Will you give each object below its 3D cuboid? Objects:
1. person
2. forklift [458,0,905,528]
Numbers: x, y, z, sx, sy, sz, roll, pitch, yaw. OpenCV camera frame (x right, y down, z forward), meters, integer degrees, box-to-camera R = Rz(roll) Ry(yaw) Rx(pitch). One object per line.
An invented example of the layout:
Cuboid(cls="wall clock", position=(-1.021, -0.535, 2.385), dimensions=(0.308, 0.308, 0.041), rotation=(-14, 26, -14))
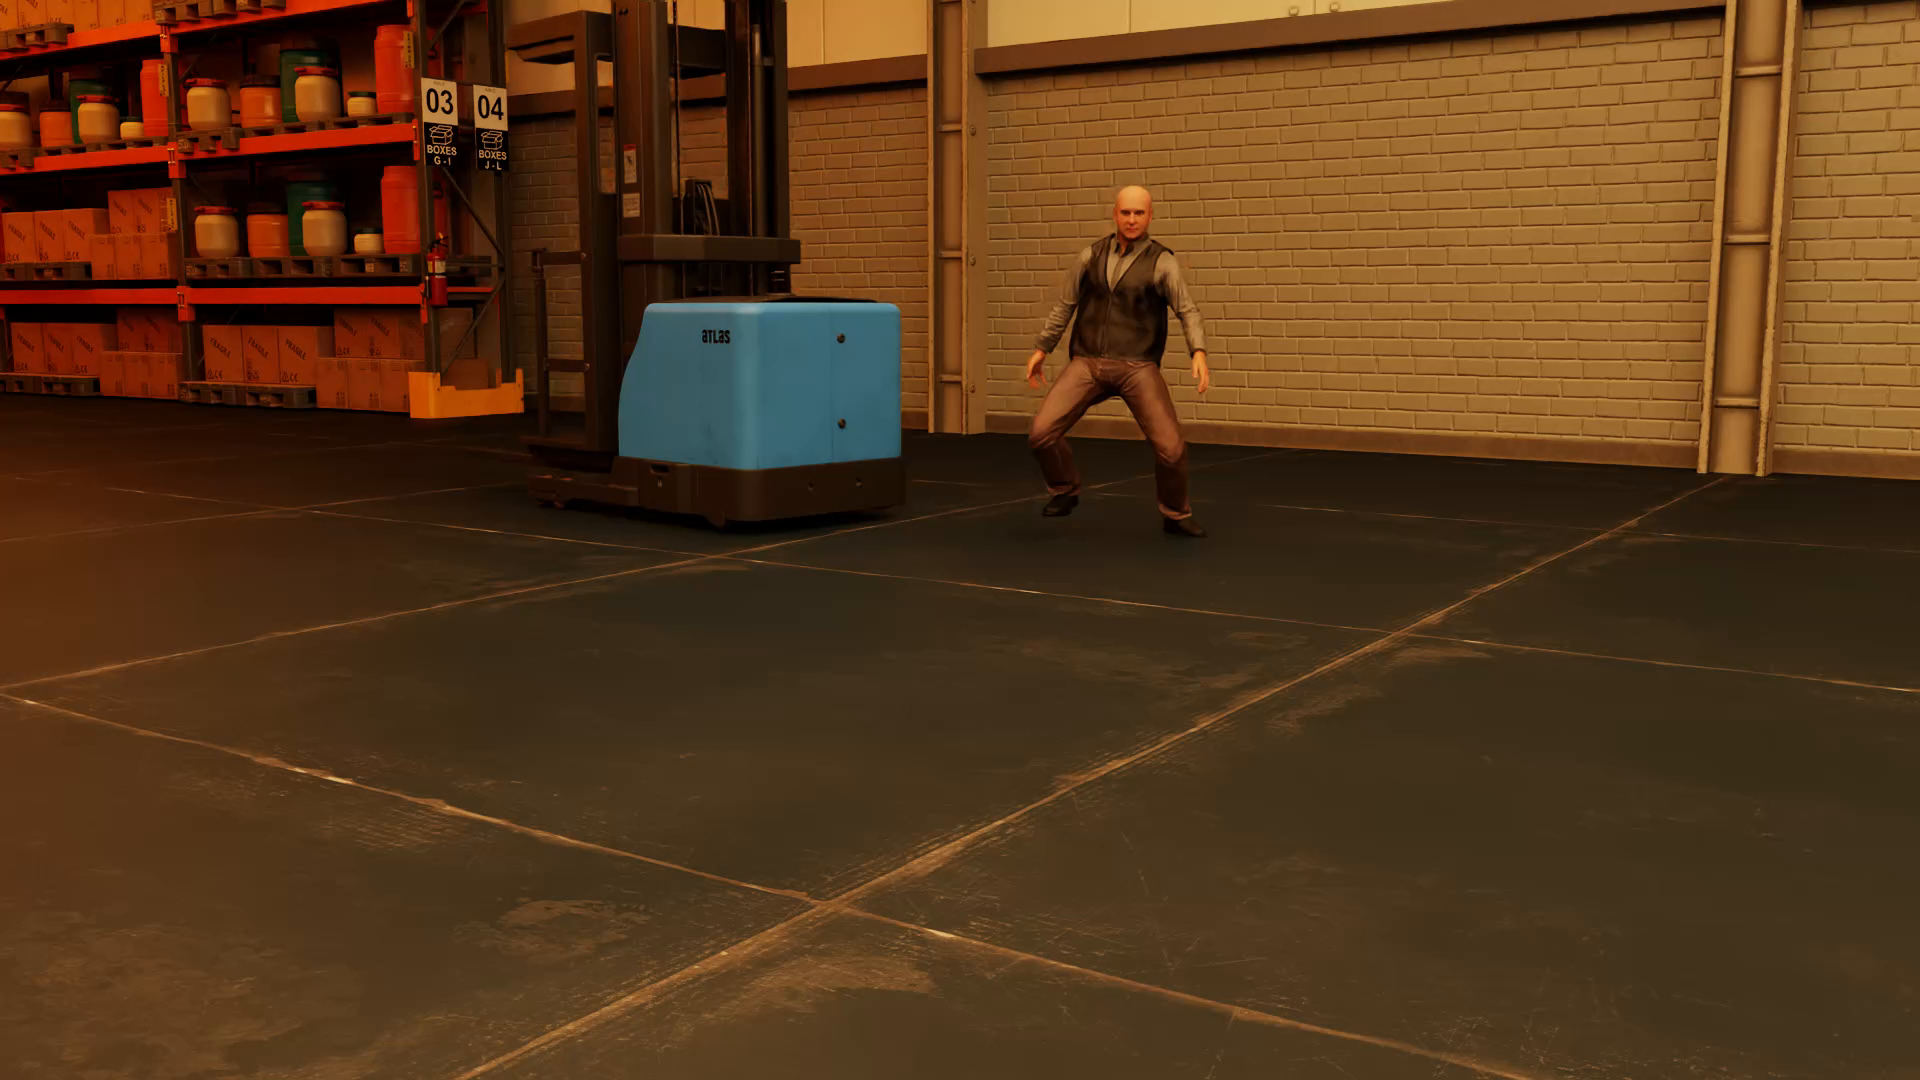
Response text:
Cuboid(cls="person", position=(0.725, -0.808, 7.655), dimensions=(0.916, 1.615, 0.594), rotation=(4, 9, 24))
Cuboid(cls="forklift", position=(-1.675, -1.661, 8.875), dimensions=(3.031, 2.935, 1.130), rotation=(8, 11, 44))
